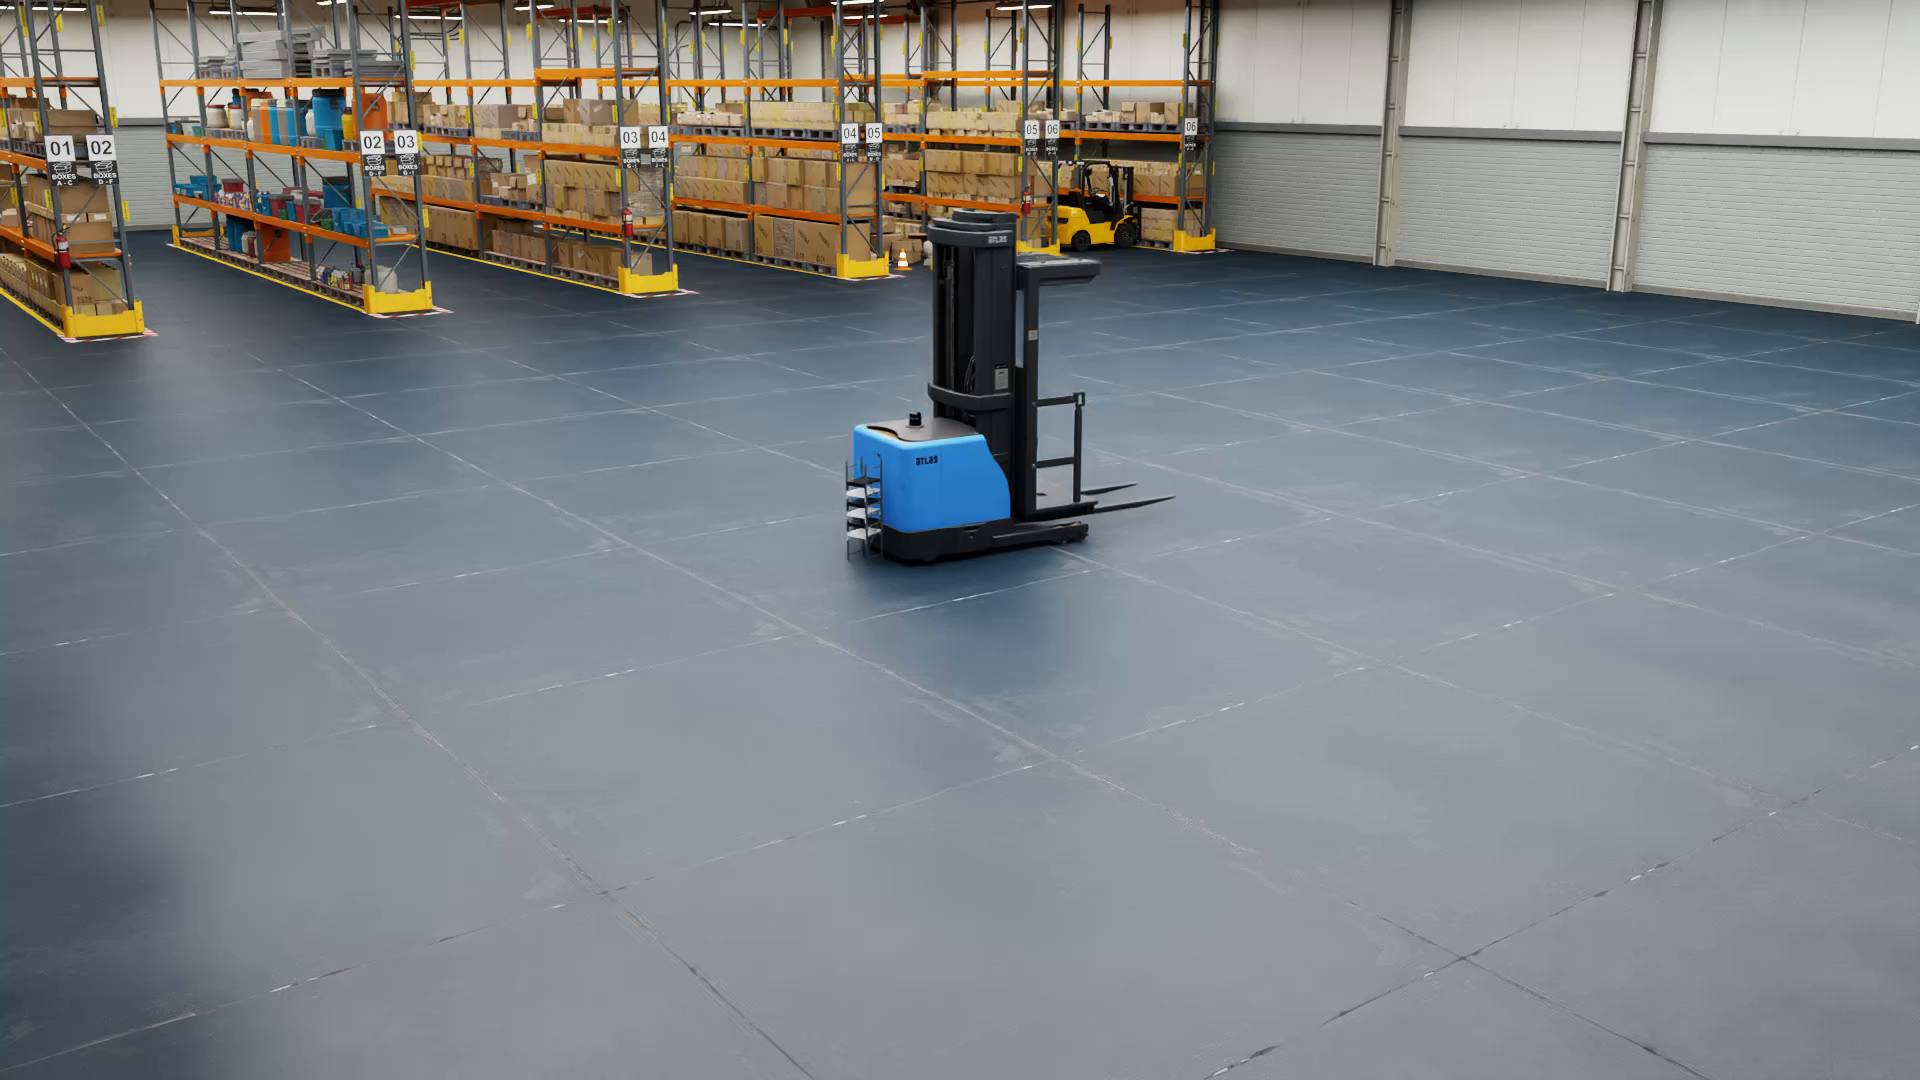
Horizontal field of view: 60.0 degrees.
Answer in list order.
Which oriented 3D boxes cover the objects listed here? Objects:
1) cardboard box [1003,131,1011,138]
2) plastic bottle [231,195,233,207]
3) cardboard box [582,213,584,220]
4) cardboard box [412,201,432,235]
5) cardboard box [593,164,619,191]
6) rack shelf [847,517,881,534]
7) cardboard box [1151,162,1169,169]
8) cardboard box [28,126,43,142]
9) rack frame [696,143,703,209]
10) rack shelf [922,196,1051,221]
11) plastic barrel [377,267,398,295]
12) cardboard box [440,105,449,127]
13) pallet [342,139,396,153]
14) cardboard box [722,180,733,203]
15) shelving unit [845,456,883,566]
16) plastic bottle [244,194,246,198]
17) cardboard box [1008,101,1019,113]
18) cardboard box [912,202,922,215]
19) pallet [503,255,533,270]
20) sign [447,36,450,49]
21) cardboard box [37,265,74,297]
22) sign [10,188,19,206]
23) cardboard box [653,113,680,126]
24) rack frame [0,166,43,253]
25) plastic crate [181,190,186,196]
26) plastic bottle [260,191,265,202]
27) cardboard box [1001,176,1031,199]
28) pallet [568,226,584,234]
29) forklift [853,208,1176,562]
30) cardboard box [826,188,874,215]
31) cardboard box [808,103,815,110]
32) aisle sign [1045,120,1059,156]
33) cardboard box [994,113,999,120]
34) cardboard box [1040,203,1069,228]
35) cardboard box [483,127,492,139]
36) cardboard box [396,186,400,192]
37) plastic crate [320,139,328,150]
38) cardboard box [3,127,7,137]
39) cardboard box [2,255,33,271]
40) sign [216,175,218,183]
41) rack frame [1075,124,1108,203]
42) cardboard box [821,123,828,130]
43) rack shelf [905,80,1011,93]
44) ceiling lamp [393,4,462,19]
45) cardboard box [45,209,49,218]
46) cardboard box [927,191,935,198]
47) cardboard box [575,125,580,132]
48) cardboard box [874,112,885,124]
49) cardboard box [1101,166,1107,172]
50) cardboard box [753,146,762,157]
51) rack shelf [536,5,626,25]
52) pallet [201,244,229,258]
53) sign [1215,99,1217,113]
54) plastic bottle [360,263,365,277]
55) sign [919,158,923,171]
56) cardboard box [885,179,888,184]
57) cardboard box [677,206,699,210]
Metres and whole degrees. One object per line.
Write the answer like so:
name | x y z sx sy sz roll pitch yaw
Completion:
cardboard box | 1.227 -9.357 38.376 0.380 0.149 0.250 -11 19 -34
plastic bottle | -16.494 -7.689 37.731 0.097 0.271 0.097 0 15 0
cardboard box | -7.573 -6.688 34.307 0.380 0.149 0.250 -11 19 -35
cardboard box | -13.559 -8.306 42.971 0.875 0.875 0.875 -11 19 -35
cardboard box | -7.002 -7.271 33.314 0.500 0.500 0.500 -11 19 -35
rack shelf | -0.820 -0.132 14.322 0.200 0.077 0.258 10 18 32
cardboard box | 5.035 -9.435 41.883 0.380 0.149 0.250 -11 19 -34
cardboard box | -15.086 -6.725 27.507 0.500 0.250 0.500 -11 19 -35
rack frame | -7.572 -11.367 50.926 1.000 3.000 0.127 -11 19 -35
rack shelf | 0.660 -8.031 40.099 1.077 0.370 4.000 -11 19 -35
plastic barrel | -10.635 -4.775 30.757 0.421 0.512 0.421 0 15 0
cardboard box | -12.102 -10.253 40.181 0.797 0.503 0.637 -11 19 -35
pallet | -10.594 -7.191 30.344 1.003 0.211 1.213 -11 19 -35
cardboard box | -5.281 -8.241 39.314 0.500 0.500 0.500 -11 19 -35
shelving unit | -0.820 -0.251 14.290 0.210 0.900 0.258 10 18 32
plastic bottle | -16.839 -8.053 39.193 0.097 0.201 0.097 0 15 0
cardboard box | 1.751 -11.891 45.985 0.700 0.500 0.500 -11 19 -36
cardboard box | -1.105 -10.143 50.393 0.500 0.500 0.500 -10 18 -32
pallet | -9.713 -6.348 37.871 1.003 0.211 1.213 -11 19 -35
sign | -12.804 -12.444 41.577 0.100 0.325 0.005 -11 19 -35
cardboard box | -15.644 -4.500 28.829 0.500 0.500 0.500 -11 19 -35
sign | -16.981 -6.164 29.871 0.100 0.325 0.005 -11 19 -35
cardboard box | -7.354 -10.447 41.691 0.500 0.500 0.500 -11 19 -35
rack frame | -18.899 -6.584 33.450 1.000 3.000 0.127 -11 19 -35
plastic crate | -19.195 -8.632 41.318 0.250 0.136 0.298 -11 19 -35
plastic bottle | -15.833 -7.749 37.801 0.144 0.351 0.185 -11 19 -35
cardboard box | 1.294 -8.216 38.658 0.500 0.500 0.500 -11 19 -36
pallet | -10.309 -8.777 46.744 1.003 0.211 1.213 -11 19 -35
forklift | 0.575 -1.487 14.957 3.031 2.935 1.130 -9 18 -29
cardboard box | -2.364 -7.305 35.801 0.875 0.550 0.550 -11 19 -35
cardboard box | -3.031 -9.304 35.688 0.380 0.149 0.250 -10 18 -34
aisle sign | 2.123 -9.239 38.228 0.394 0.787 0.004 -11 19 -35
cardboard box | 1.005 -9.862 38.710 0.380 0.149 0.250 -11 19 -34
cardboard box | 2.731 -8.910 45.650 0.875 0.625 0.625 -11 19 -35
cardboard box | -10.512 -9.246 37.777 0.500 0.250 0.500 -10 18 -33
cardboard box | -14.436 -9.142 43.273 0.380 0.149 0.250 -11 19 -35
plastic crate | -11.831 -7.463 31.382 0.336 0.188 0.450 -11 19 -35
cardboard box | -18.264 -7.964 32.297 0.500 0.250 0.500 -10 18 -33
cardboard box | -18.513 -5.462 32.703 0.500 0.311 0.500 -11 19 -36
sign | -19.159 -9.228 42.800 0.100 0.325 0.005 -11 19 -35
rack frame | 3.497 -9.576 44.382 1.000 3.000 0.127 -11 19 -35
cardboard box | -2.726 -8.810 35.390 0.380 0.149 0.250 -11 19 -34
rack shelf | -0.031 -13.211 48.419 1.077 0.370 4.000 -11 19 -35
ceiling lamp | -15.115 -16.505 47.276 2.000 3.185 0.800 -11 19 -35
cardboard box | -15.337 -5.565 28.309 0.380 0.149 0.250 -10 18 -33
cardboard box | -0.590 -8.567 41.170 0.380 0.149 0.250 -11 19 -35
cardboard box | -7.614 -8.394 33.909 0.380 0.149 0.250 -10 18 -33
cardboard box | -1.948 -10.834 43.101 0.797 0.503 0.637 -11 19 -35
cardboard box | 3.886 -9.658 43.262 0.380 0.149 0.250 -10 18 -33
cardboard box | -5.721 -11.102 47.872 0.500 0.500 0.500 -11 19 -35
rack shelf | -10.340 -14.300 45.344 1.077 0.370 4.000 -11 19 -35
pallet | -17.706 -7.012 40.296 1.003 0.211 1.213 -11 19 -35
sign | 6.301 -10.713 41.049 0.100 0.325 0.005 -11 19 -35
plastic bottle | -11.814 -5.299 32.938 0.144 0.351 0.185 -12 19 -37
sign | -0.963 -9.276 41.094 0.100 0.325 0.005 -11 19 -35
cardboard box | -1.702 -9.246 42.855 0.380 0.149 0.250 -12 19 -36
cardboard box | -7.022 -8.412 42.650 0.500 0.250 0.500 -12 19 -37
